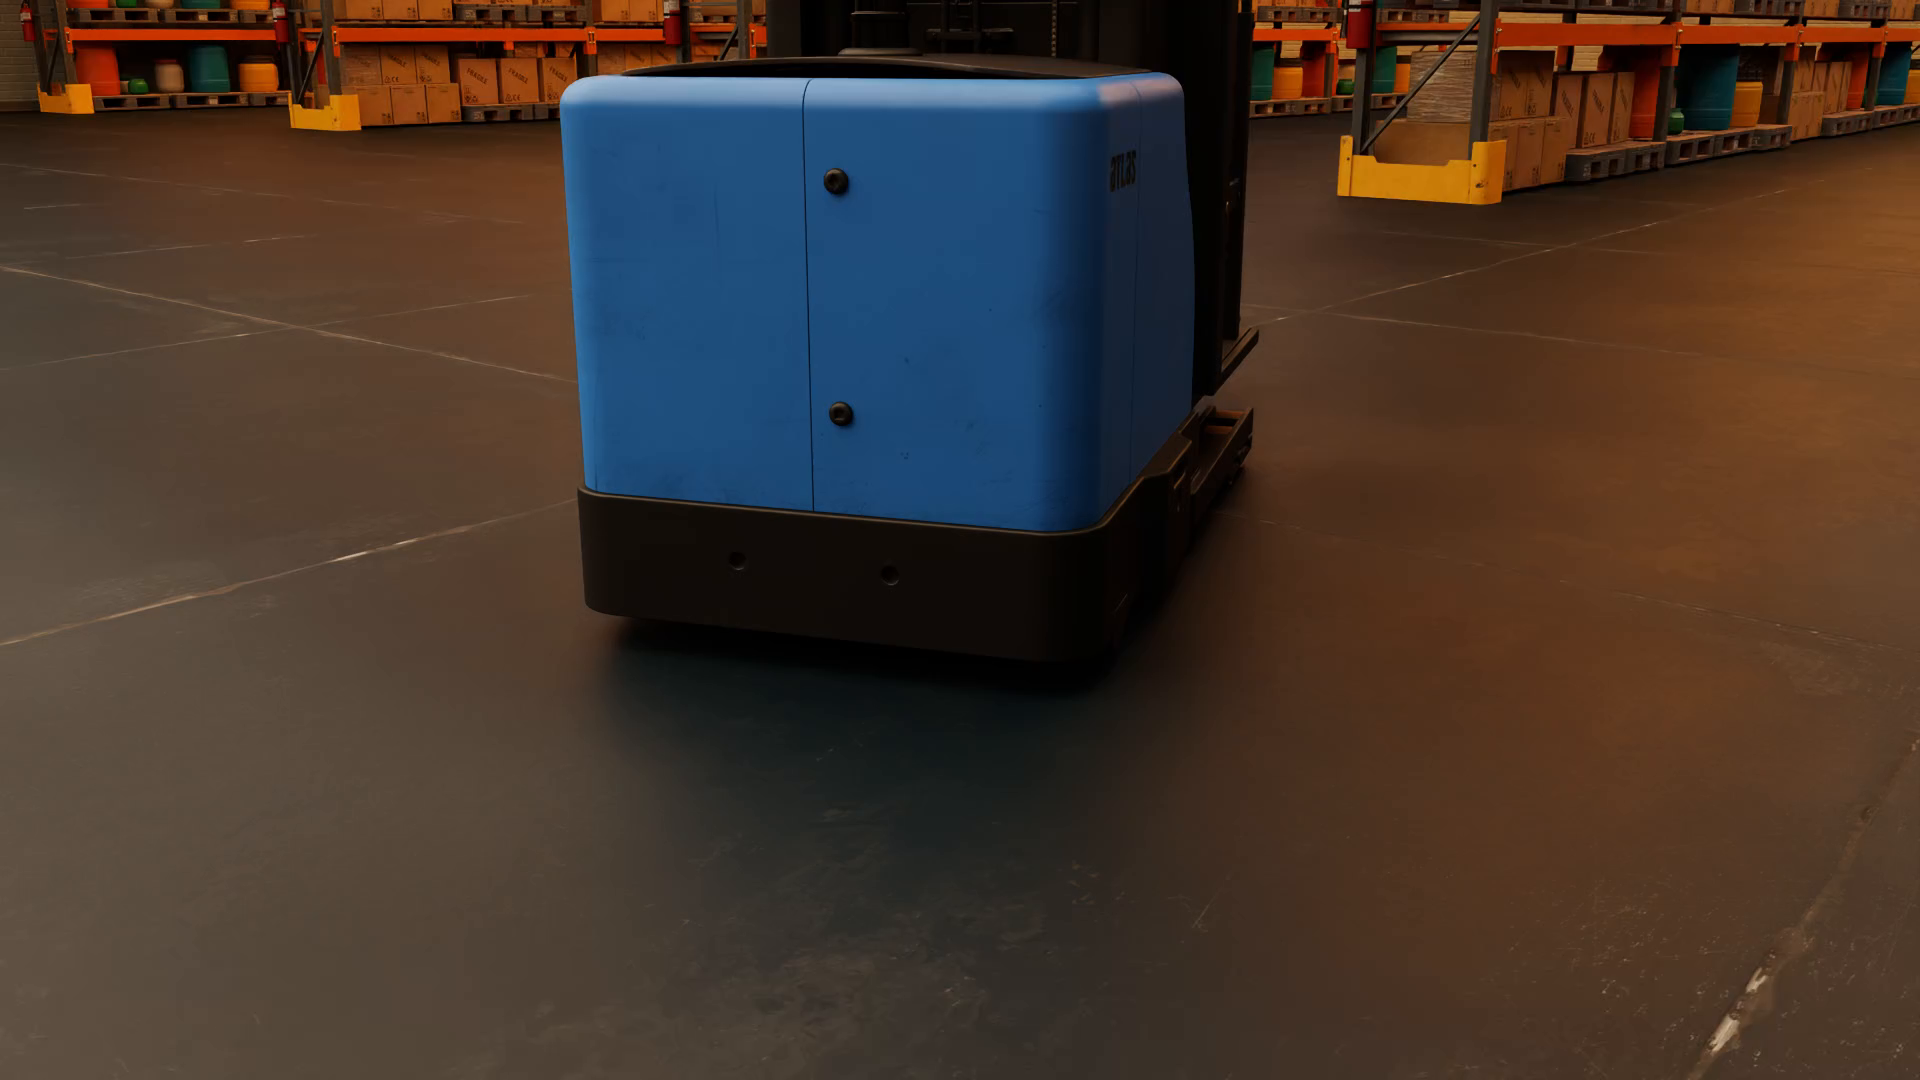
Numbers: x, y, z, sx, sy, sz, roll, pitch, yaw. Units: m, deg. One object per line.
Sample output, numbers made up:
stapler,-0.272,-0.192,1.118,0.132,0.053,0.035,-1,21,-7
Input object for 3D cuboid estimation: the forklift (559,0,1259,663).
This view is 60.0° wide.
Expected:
forklift,0.182,-1.571,4.072,1.130,2.935,3.031,5,18,17
